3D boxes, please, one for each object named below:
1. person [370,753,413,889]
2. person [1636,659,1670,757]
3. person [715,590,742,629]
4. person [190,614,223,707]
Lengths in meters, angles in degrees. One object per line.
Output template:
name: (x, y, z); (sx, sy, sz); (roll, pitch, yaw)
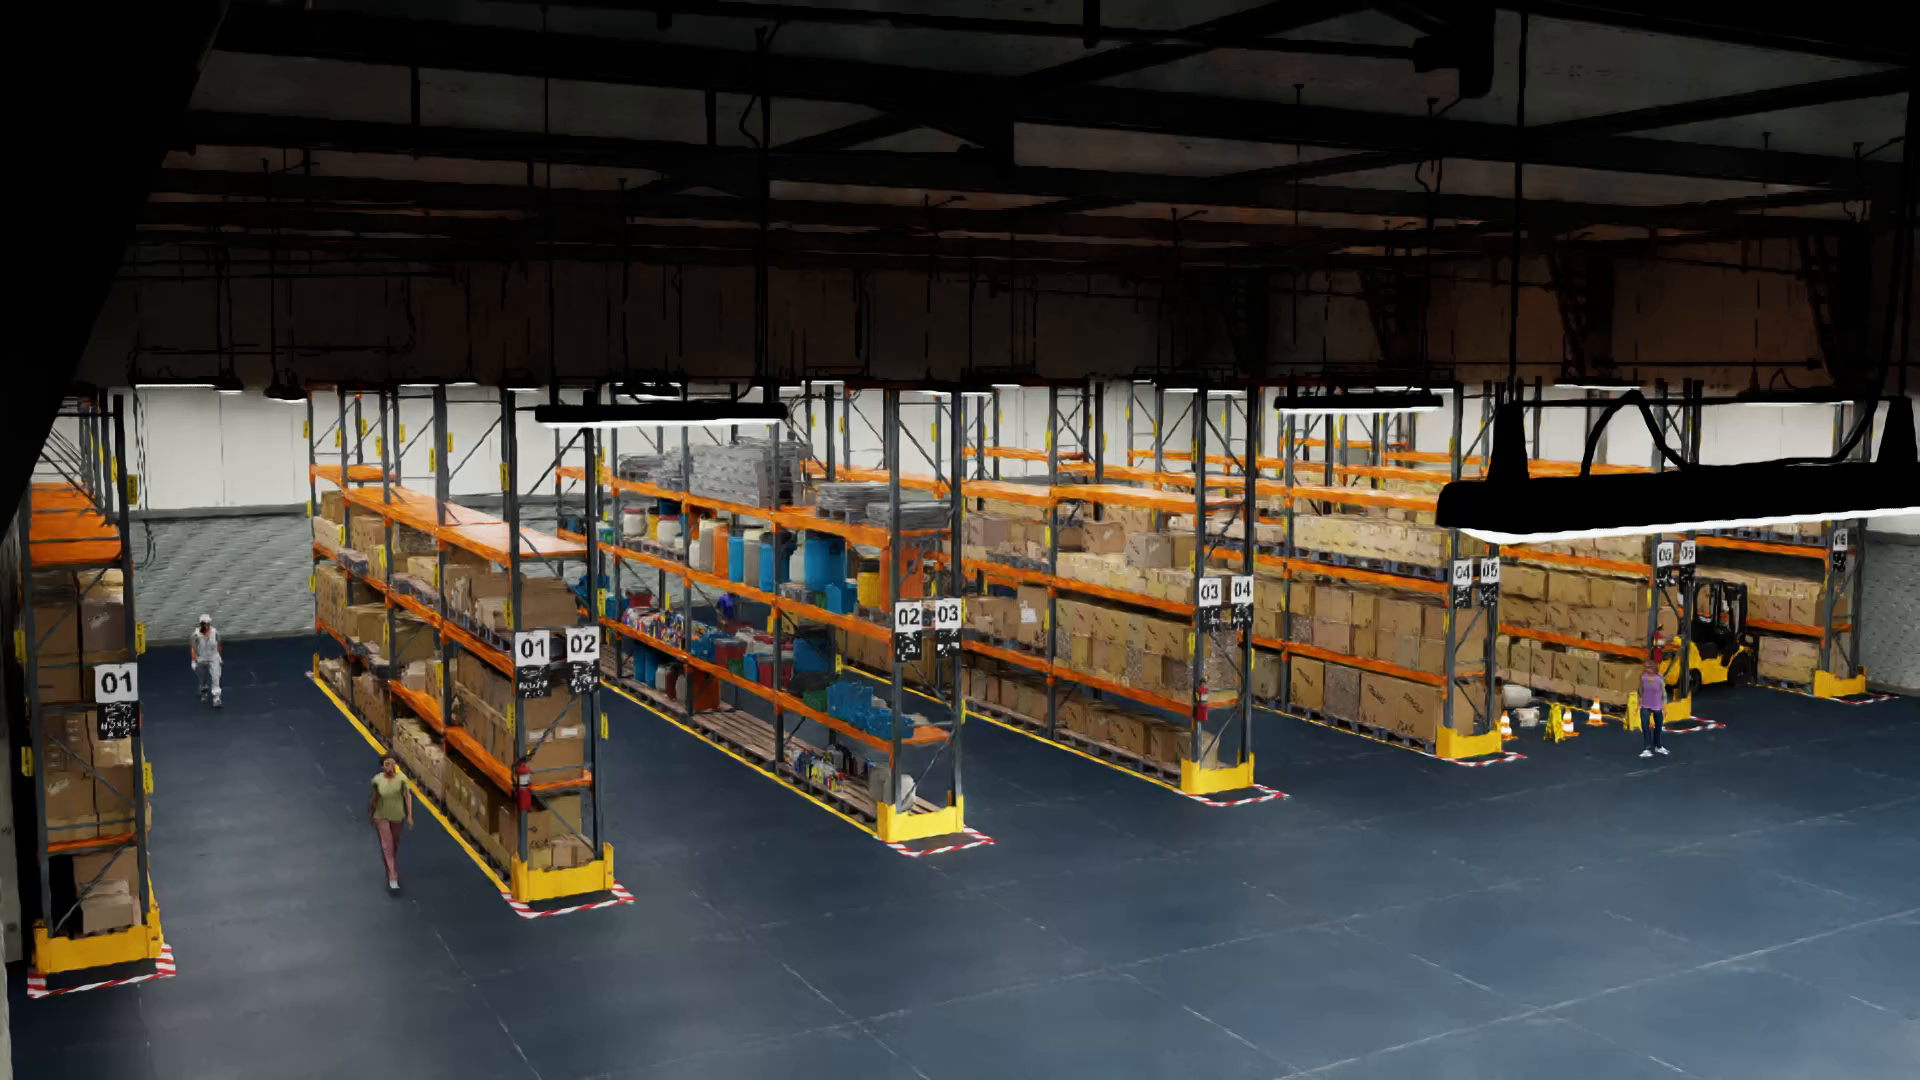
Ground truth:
person: (-6.911, 3.374, 20.252); (0.456, 1.612, 1.019); (-4, 7, -30)
person: (11.200, 2.698, 26.847); (0.516, 1.589, 0.491); (4, 7, 34)
person: (-5.004, 1.719, 35.973); (0.592, 1.604, 0.518); (-4, 7, -31)
person: (-13.904, 2.204, 30.697); (0.553, 1.709, 1.123); (-3, 7, -27)
